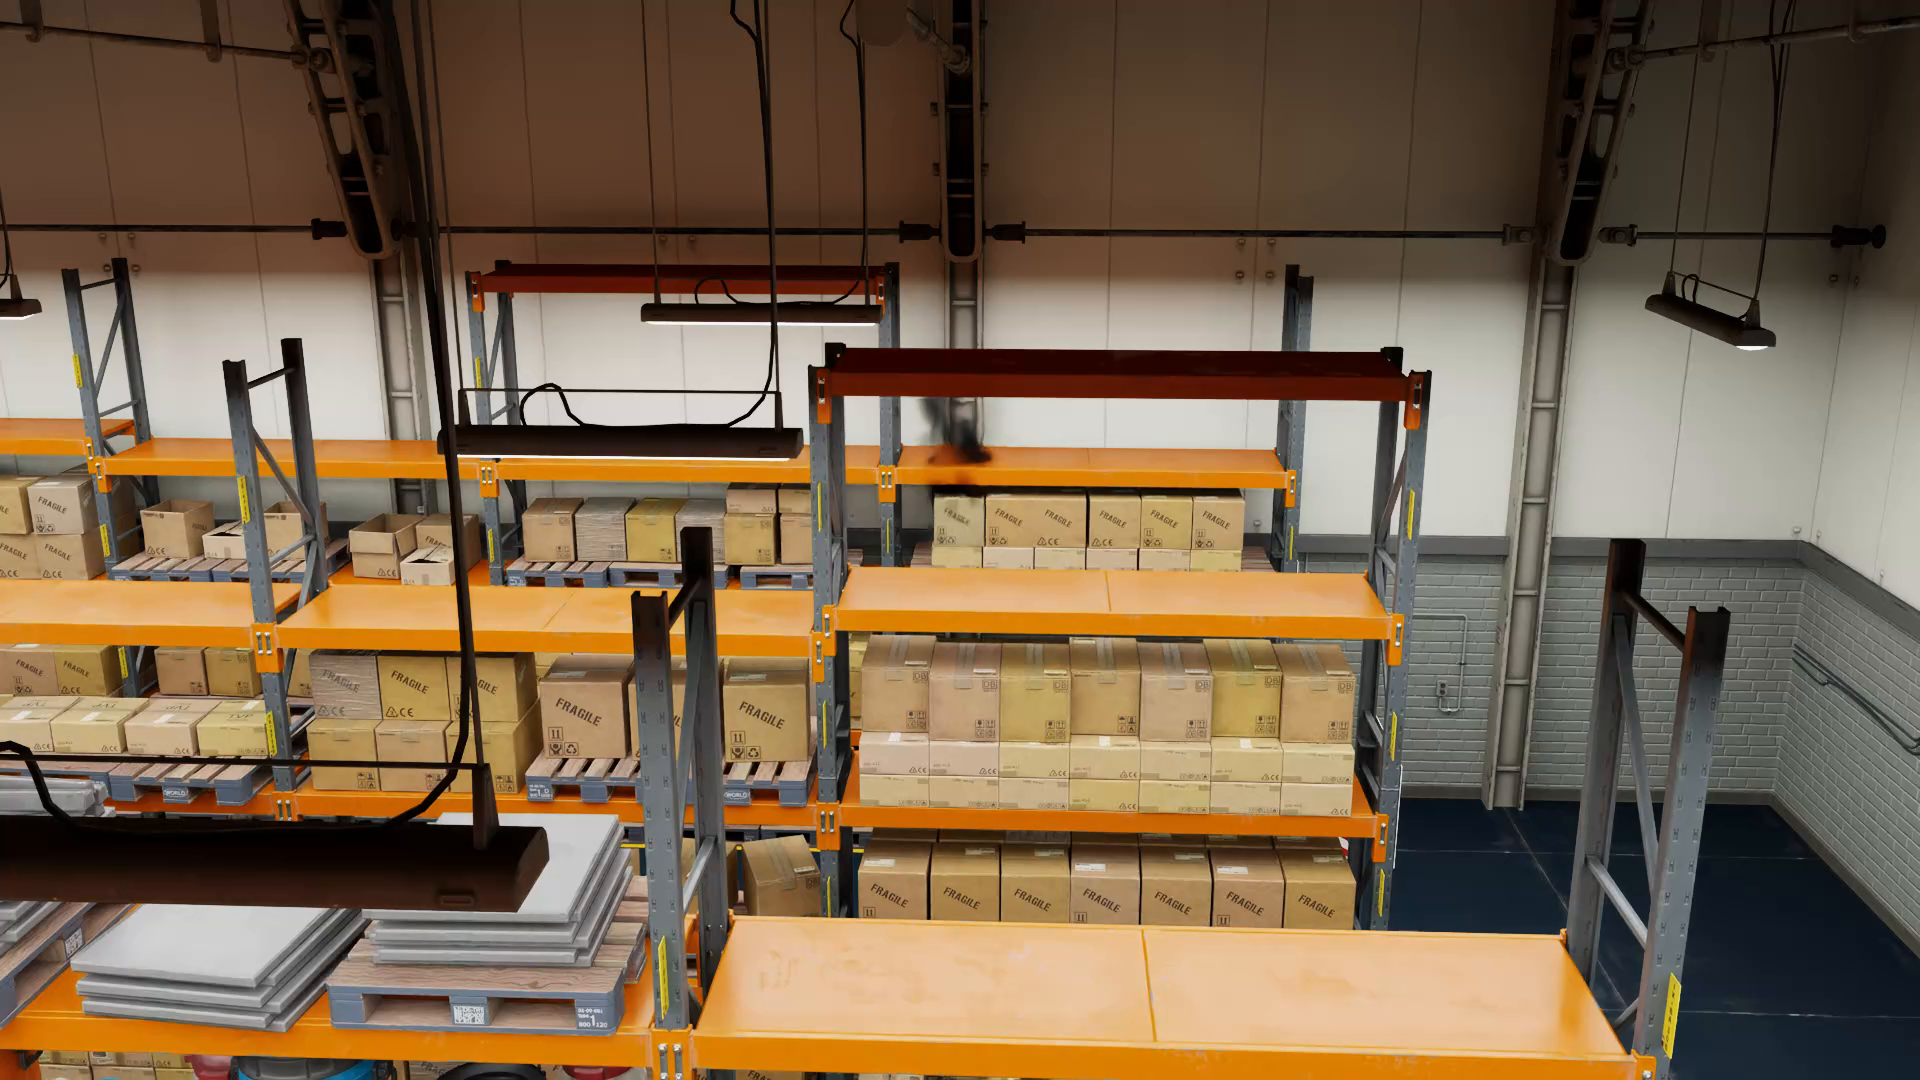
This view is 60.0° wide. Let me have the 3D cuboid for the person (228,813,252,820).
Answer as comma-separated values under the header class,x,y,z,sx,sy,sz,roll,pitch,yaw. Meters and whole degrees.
class,x,y,z,sx,sy,sz,roll,pitch,yaw
person,-6.388,3.153,14.822,0.652,1.632,0.582,2,16,6
